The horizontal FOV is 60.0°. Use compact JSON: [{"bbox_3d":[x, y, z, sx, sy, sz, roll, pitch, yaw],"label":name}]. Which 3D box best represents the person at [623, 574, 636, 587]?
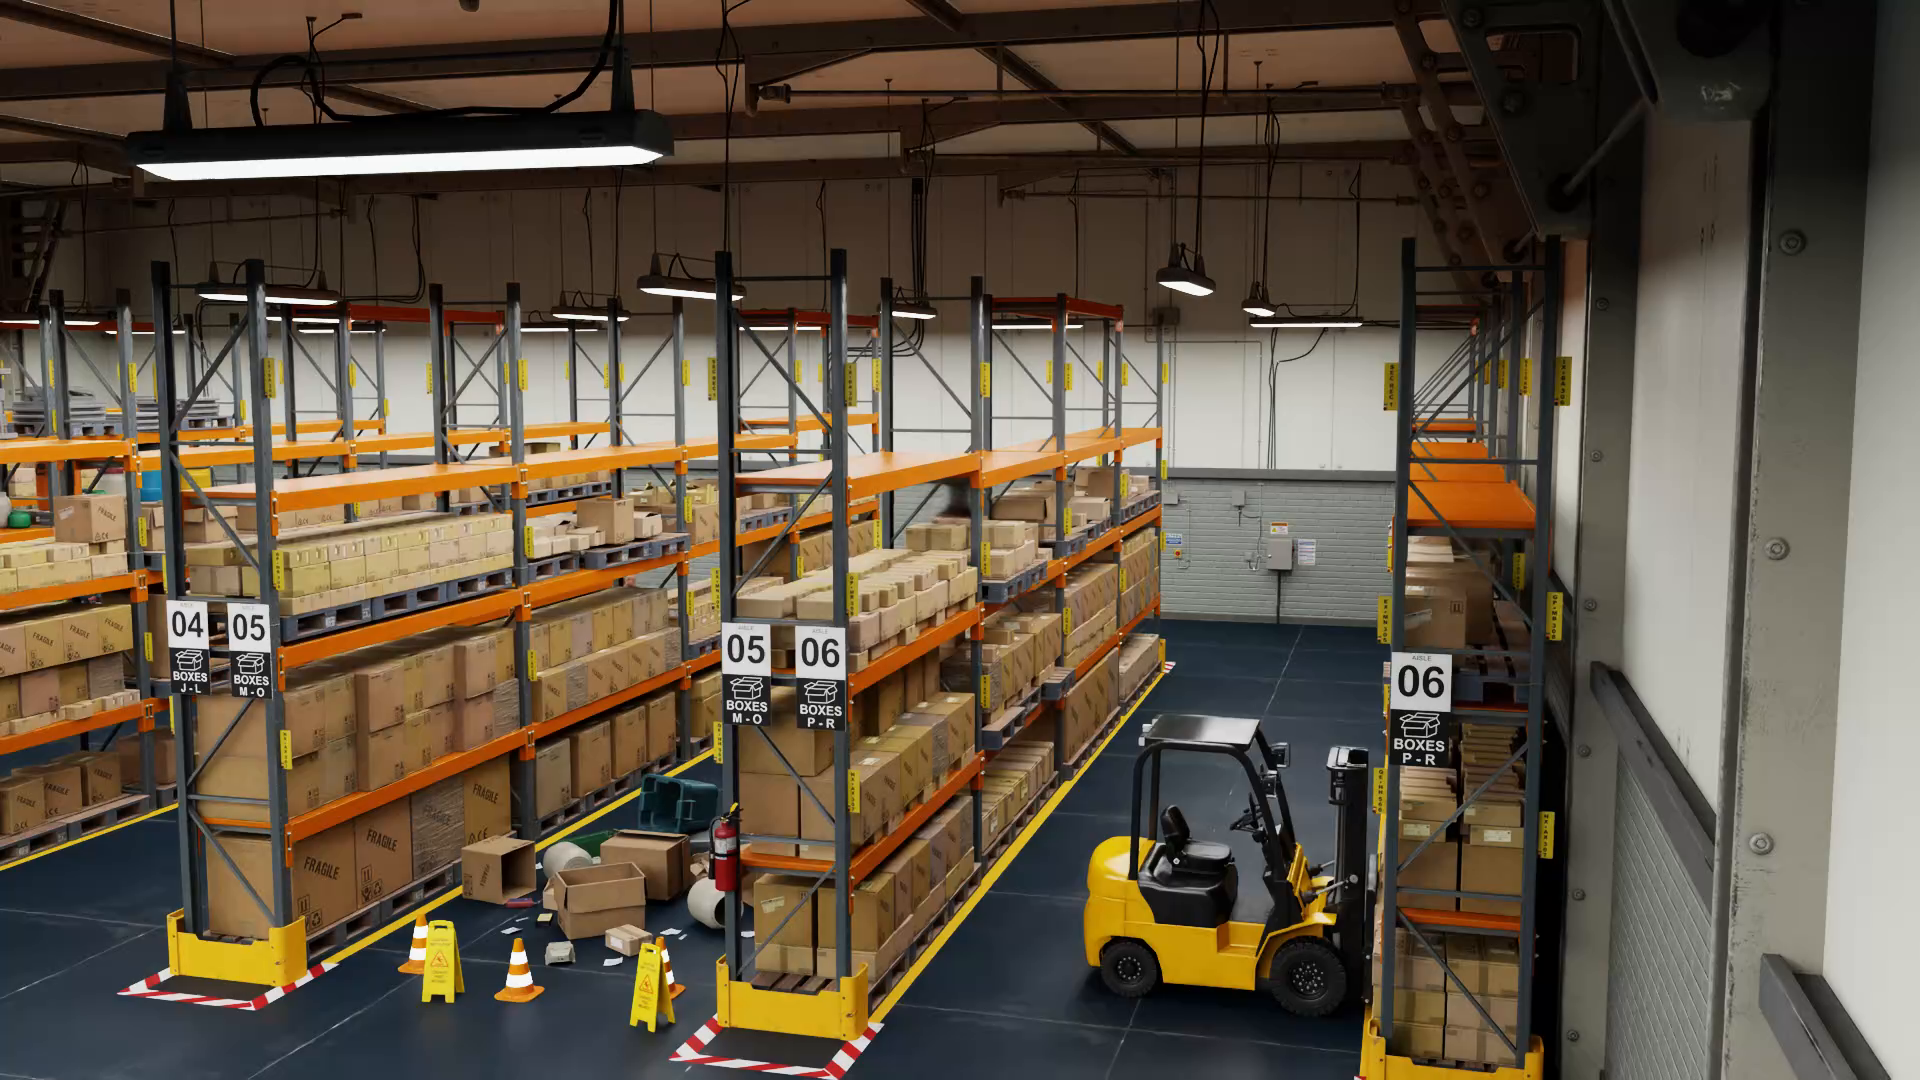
[{"bbox_3d":[-5.424,1.399,27.288,0.667,1.722,1.117,1,6,13],"label":"person"}]
